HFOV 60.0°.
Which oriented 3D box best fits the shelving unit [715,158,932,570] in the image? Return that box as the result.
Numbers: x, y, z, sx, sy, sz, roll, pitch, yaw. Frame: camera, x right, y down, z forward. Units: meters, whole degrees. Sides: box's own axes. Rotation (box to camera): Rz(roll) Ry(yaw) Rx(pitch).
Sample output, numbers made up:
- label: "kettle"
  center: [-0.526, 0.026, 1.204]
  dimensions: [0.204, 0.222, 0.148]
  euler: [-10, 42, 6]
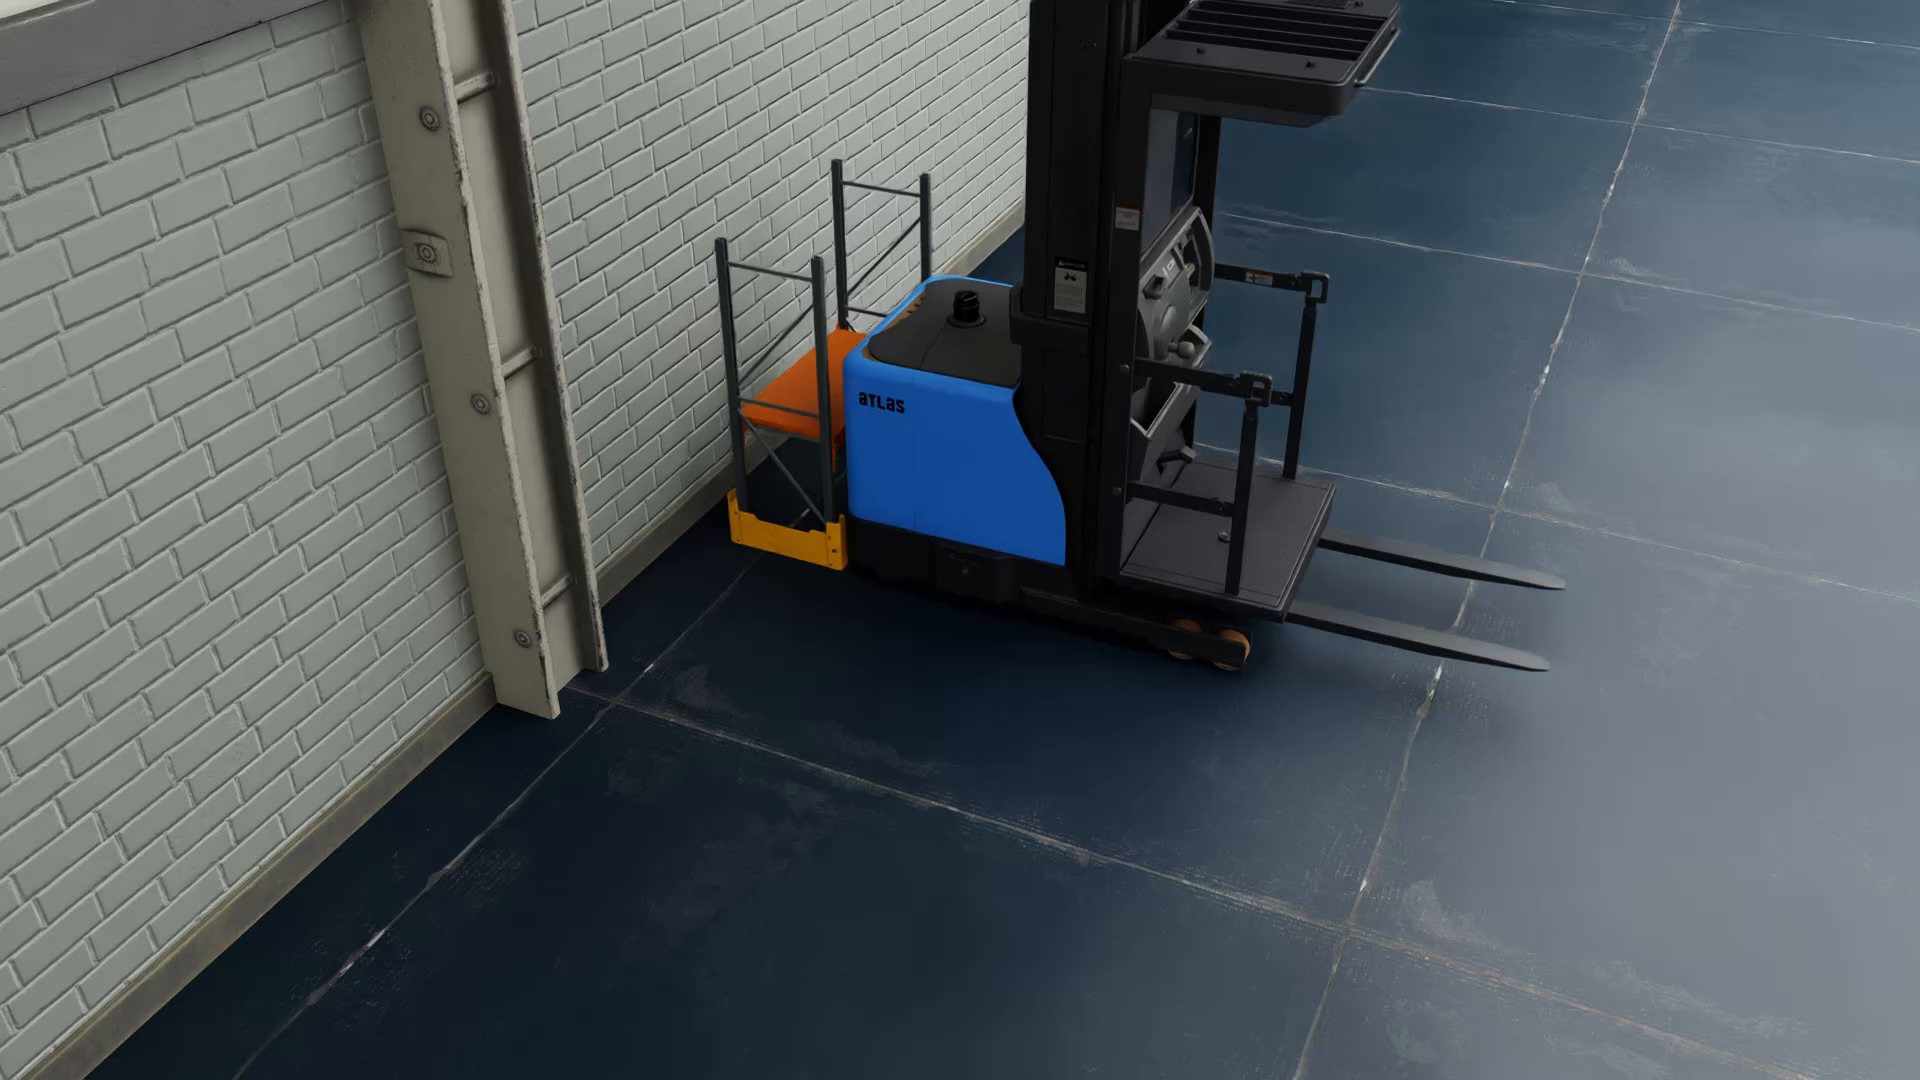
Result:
- label: "shelving unit"
  center: [-0.580, -0.823, 7.637]
  dimensions: [0.587, 1.500, 1.083]
  euler: [14, 36, 20]

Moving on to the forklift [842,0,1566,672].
- label: "forklift"
  center: [1.055, -1.016, 6.626]
  dimensions: [3.031, 2.935, 1.130]
  euler: [13, 35, 19]

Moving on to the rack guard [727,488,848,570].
- label: "rack guard"
  center: [-0.789, -0.052, 7.601]
  dimensions: [0.587, 0.250, 0.087]
  euler: [14, 36, 20]

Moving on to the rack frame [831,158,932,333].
- label: "rack frame"
  center: [-0.364, -1.080, 8.030]
  dimensions: [0.500, 1.500, 0.032]
  euler: [14, 36, 20]

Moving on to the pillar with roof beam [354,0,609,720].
- label: "pillar with roof beam"
  center: [2.224, -2.190, 2.883]
  dimensions: [9.100, 9.000, 0.400]
  euler: [14, 36, 20]

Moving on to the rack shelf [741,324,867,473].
- label: "rack shelf"
  center: [-0.577, -0.677, 7.742]
  dimensions: [0.538, 0.185, 1.000]
  euler: [14, 36, 20]

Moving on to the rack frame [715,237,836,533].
- label: "rack frame"
  center: [-0.789, -0.574, 7.258]
  dimensions: [0.500, 1.500, 0.032]
  euler: [14, 36, 20]
